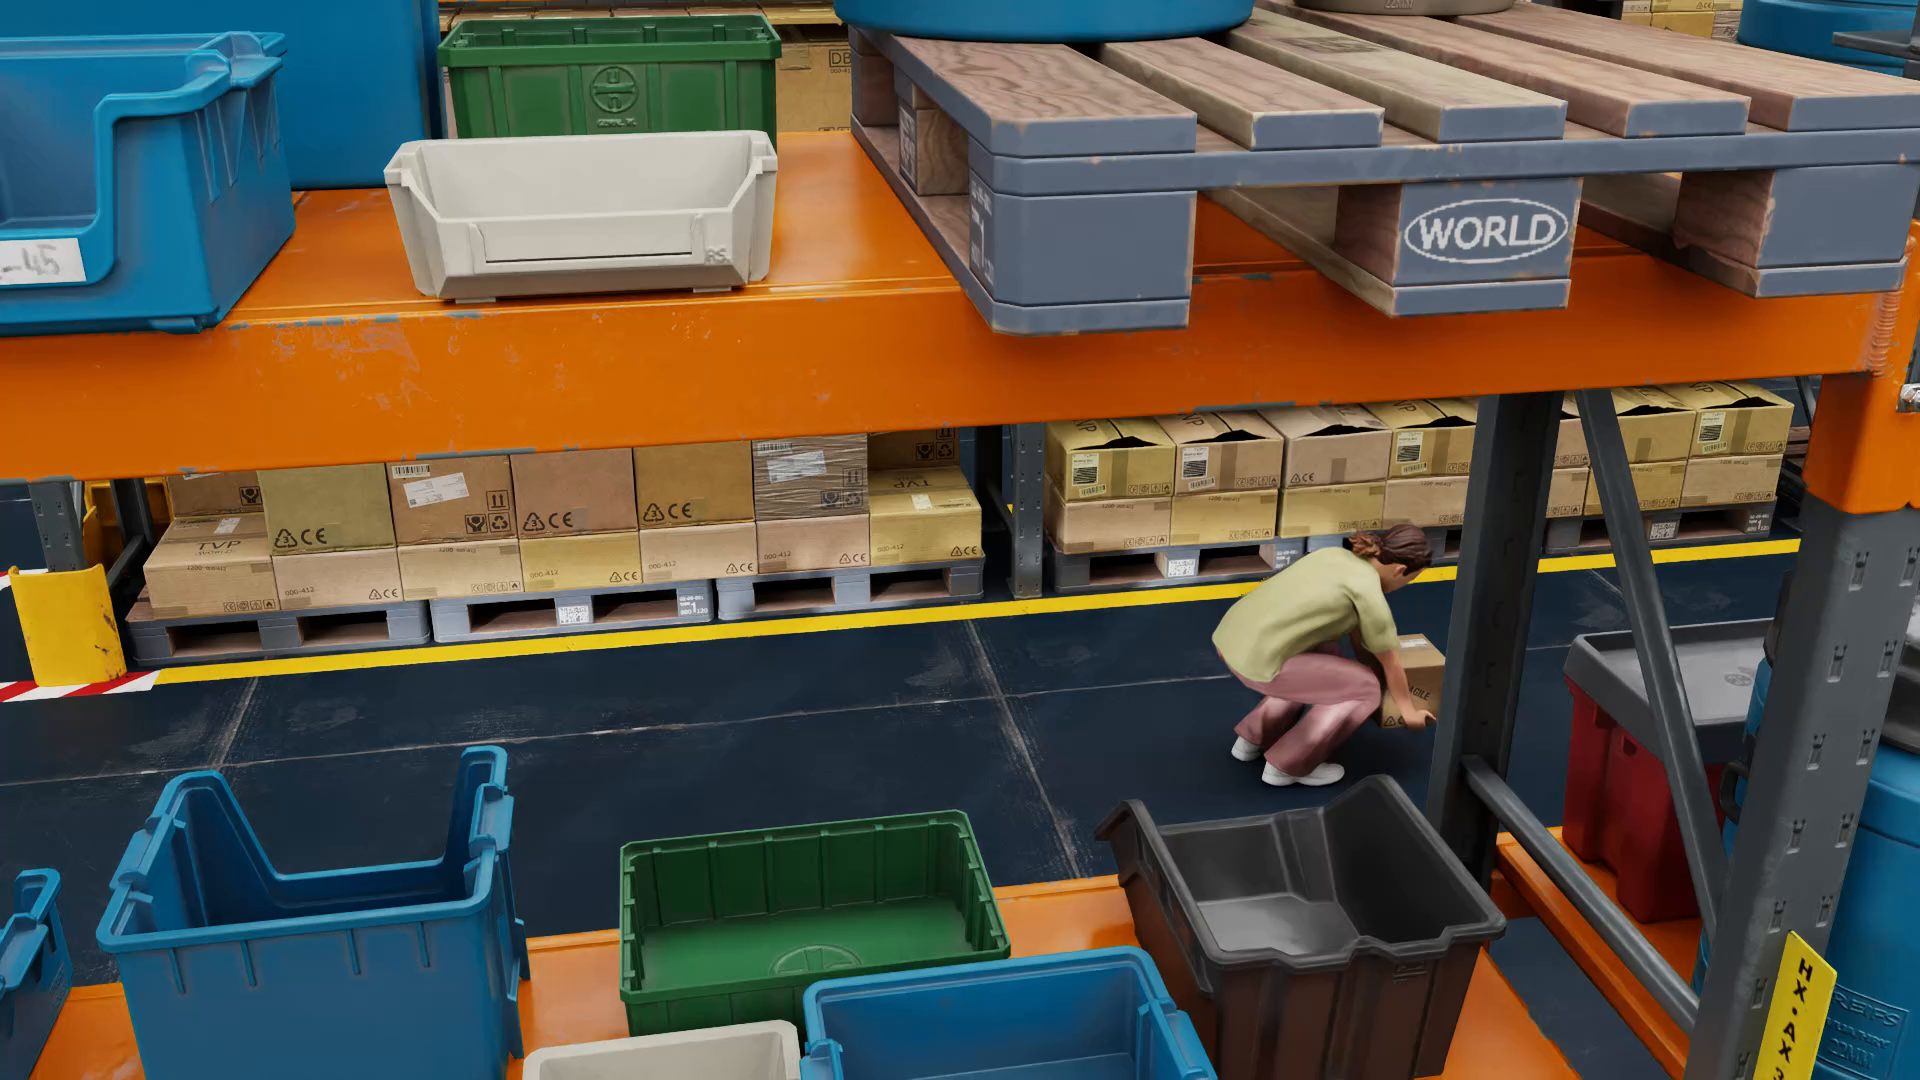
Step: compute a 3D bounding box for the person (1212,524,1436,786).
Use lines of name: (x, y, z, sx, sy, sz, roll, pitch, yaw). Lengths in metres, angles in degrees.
person: (1.325, 0.416, 6.081, 0.817, 0.934, 0.452, -5, 24, -11)
